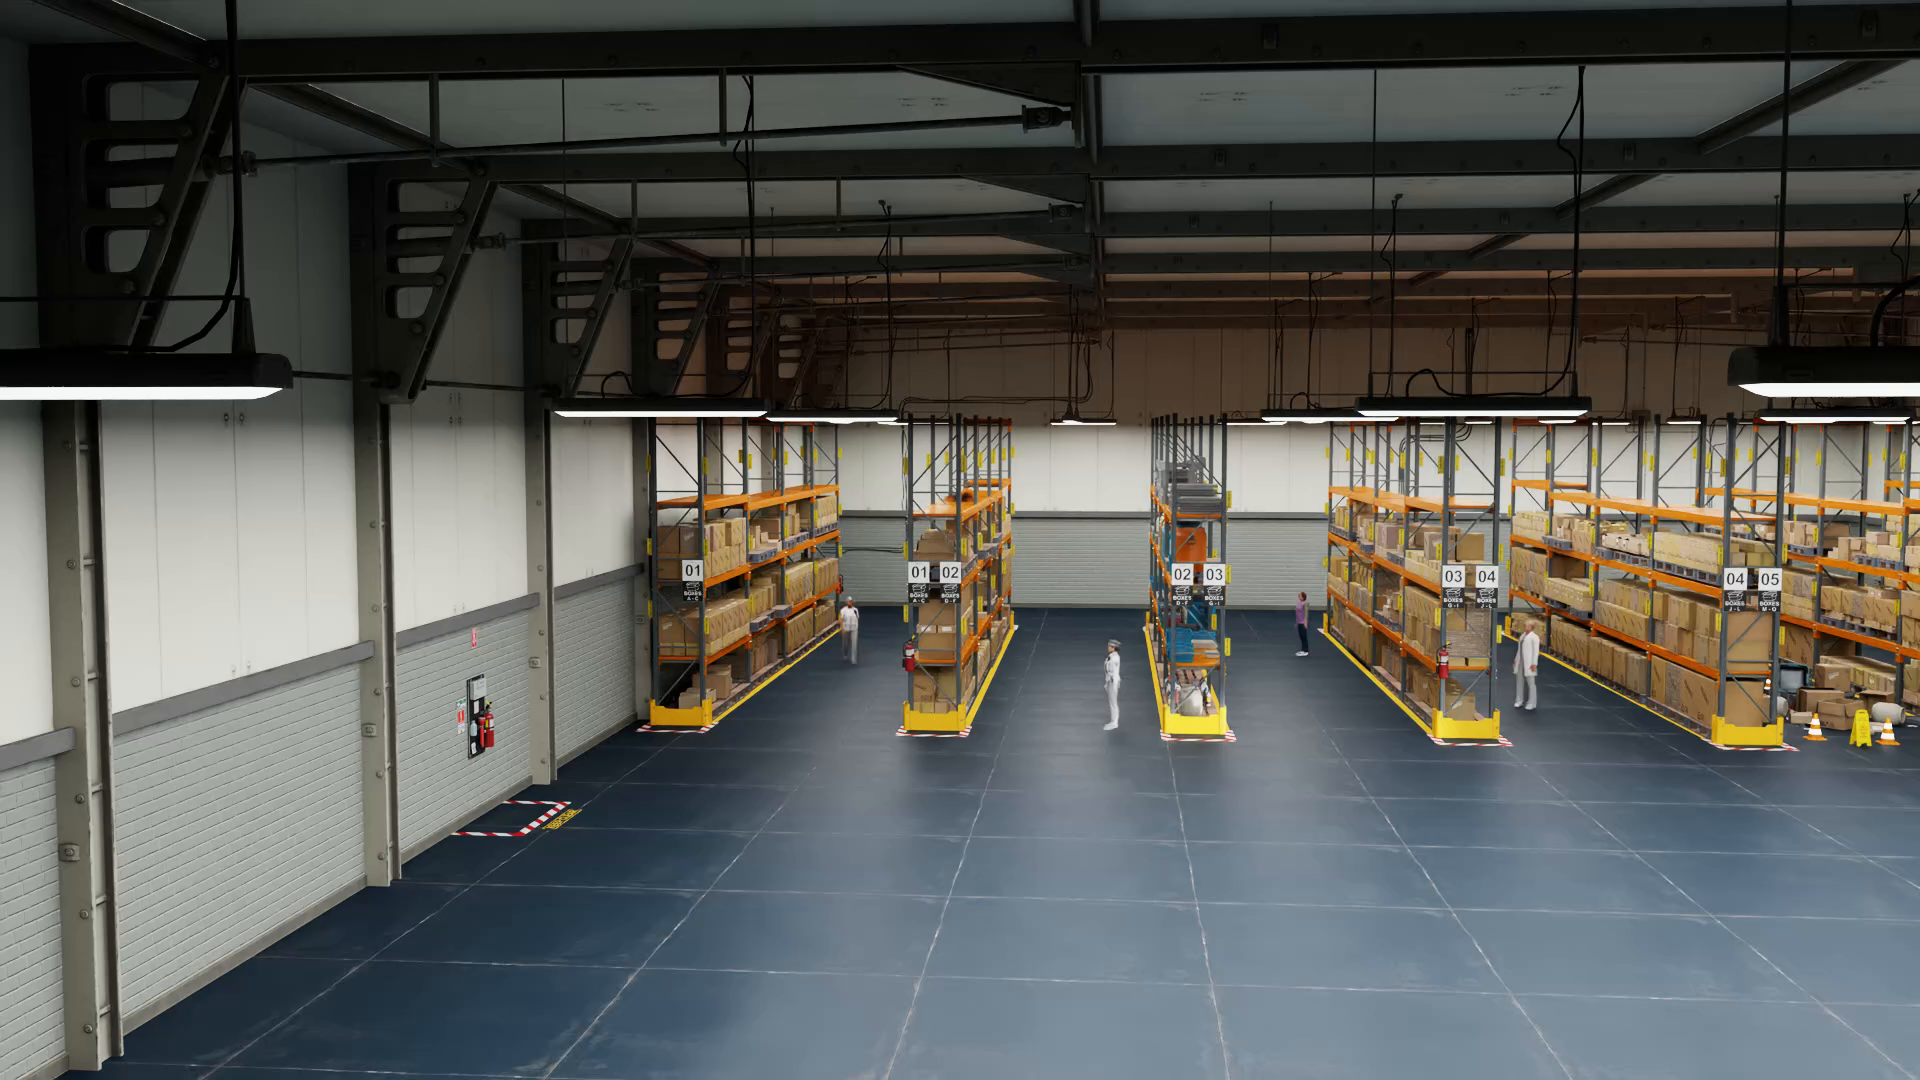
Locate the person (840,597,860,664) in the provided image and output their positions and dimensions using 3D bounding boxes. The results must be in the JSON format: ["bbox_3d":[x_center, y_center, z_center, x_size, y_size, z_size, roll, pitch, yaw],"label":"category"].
[{"bbox_3d":[-2.678,2.191,40.470,0.484,1.613,0.940,0,4,-5],"label":"person"}]

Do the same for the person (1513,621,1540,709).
[{"bbox_3d":[11.566,2.538,33.990,0.419,1.788,0.610,-2,5,-33],"label":"person"}]

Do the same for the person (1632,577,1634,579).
[{"bbox_3d":[18.009,1.849,44.450,0.510,1.780,0.601,1,4,14],"label":"person"}]

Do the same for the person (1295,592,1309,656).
[{"bbox_3d":[8.608,2.105,41.850,0.324,1.603,0.439,-1,4,-9],"label":"person"}]

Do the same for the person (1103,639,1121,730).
[{"bbox_3d":[2.892,2.742,31.767,0.391,1.695,0.577,0,4,-4],"label":"person"}]
